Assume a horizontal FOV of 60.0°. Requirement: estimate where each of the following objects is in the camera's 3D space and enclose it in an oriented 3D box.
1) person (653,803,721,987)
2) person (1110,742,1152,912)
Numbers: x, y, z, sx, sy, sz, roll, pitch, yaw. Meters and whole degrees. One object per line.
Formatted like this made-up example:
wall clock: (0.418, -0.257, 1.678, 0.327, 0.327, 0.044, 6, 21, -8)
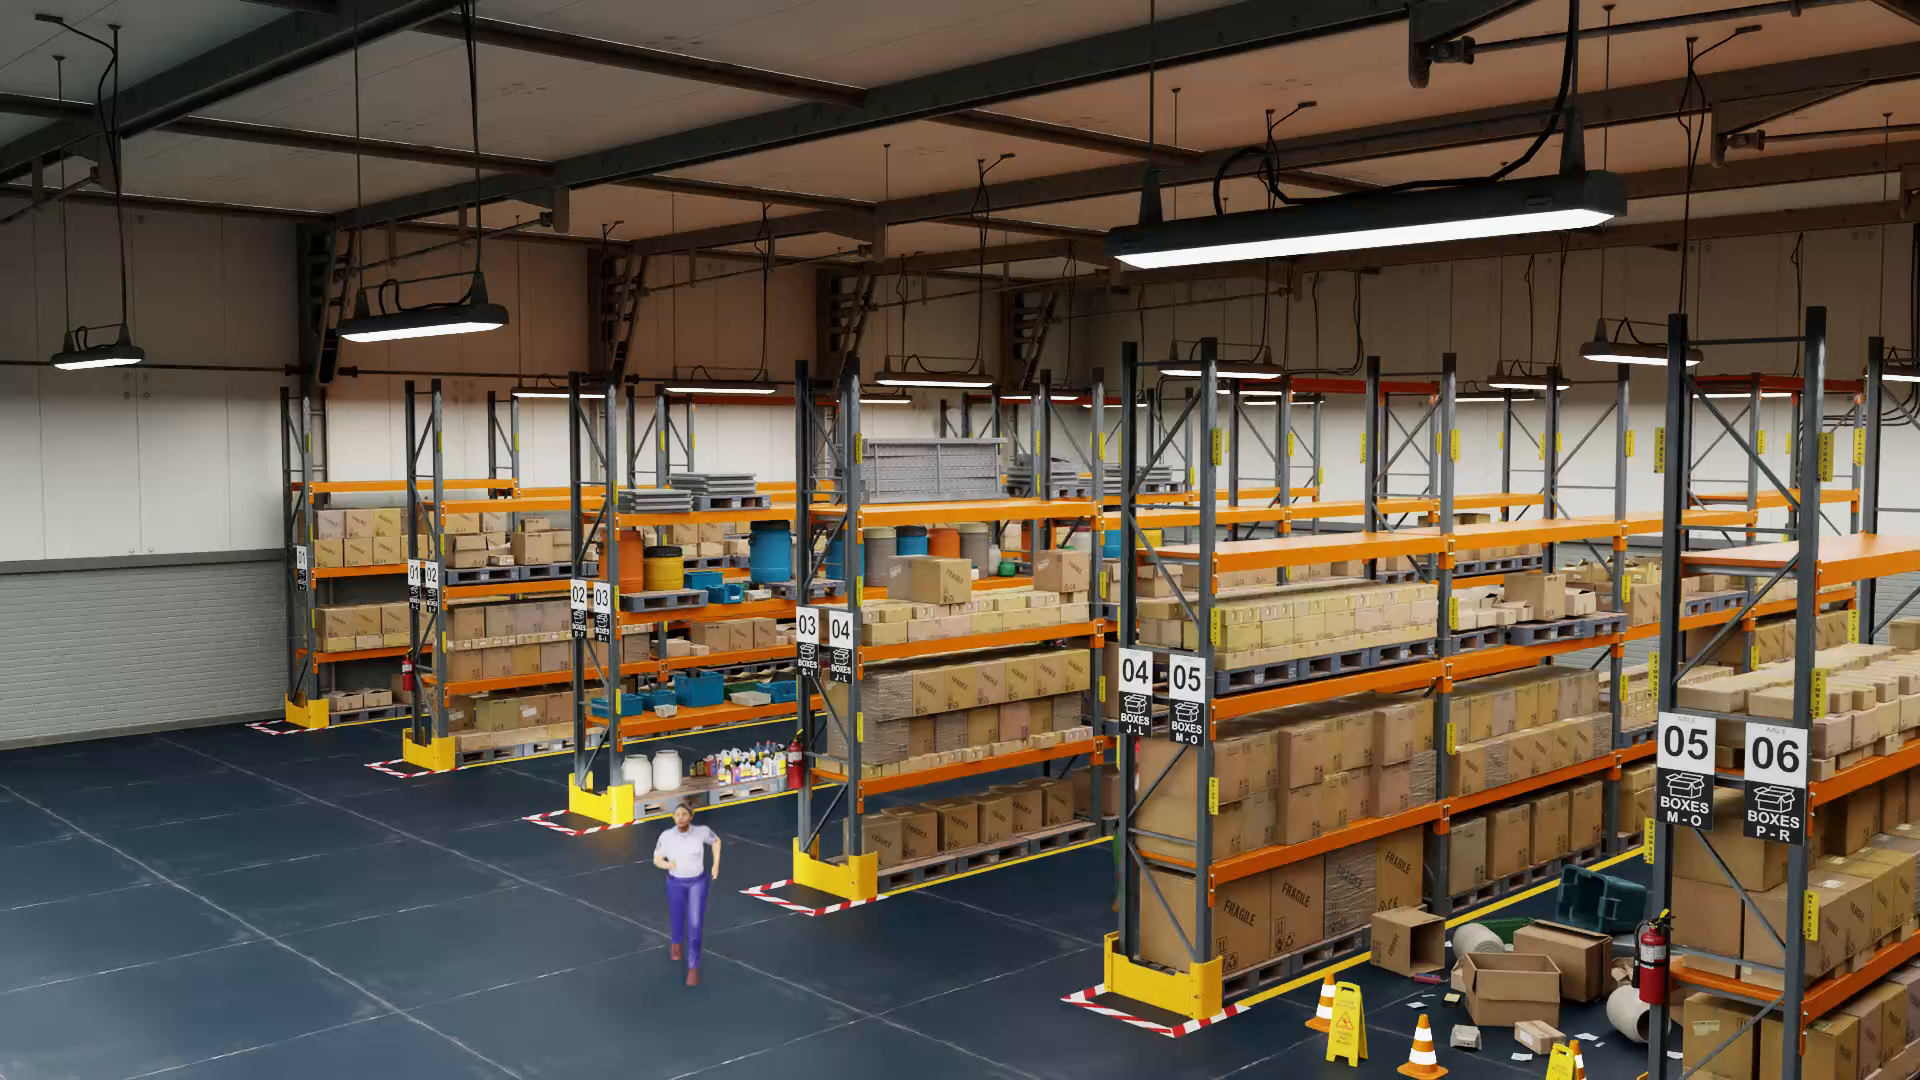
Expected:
person: (-2.608, 3.337, 15.926, 0.613, 1.681, 0.888, 0, 4, -3)
person: (1.953, 3.115, 18.159, 0.626, 1.841, 0.810, 3, 5, 36)
